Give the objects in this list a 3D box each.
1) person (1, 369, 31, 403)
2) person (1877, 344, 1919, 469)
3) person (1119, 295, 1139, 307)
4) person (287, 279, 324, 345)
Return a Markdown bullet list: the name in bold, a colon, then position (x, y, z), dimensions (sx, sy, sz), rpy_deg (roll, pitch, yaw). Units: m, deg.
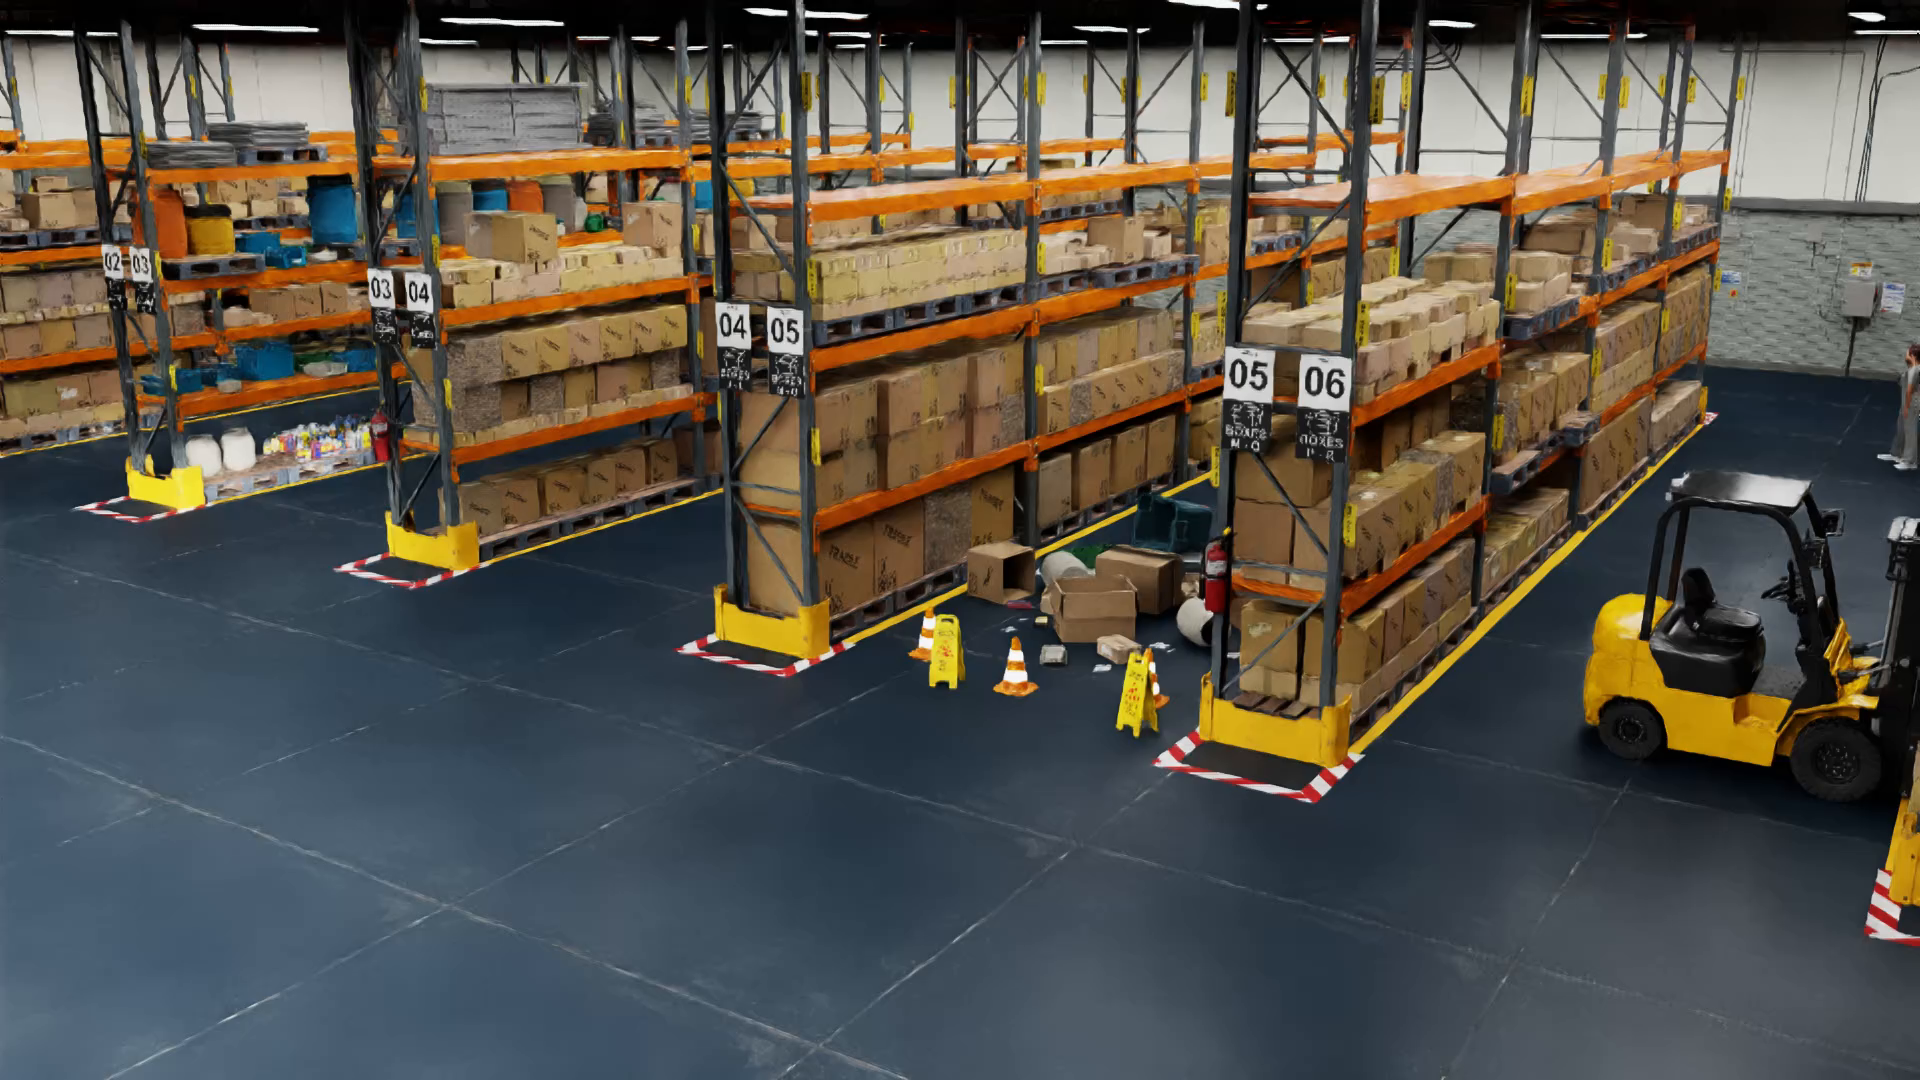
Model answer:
- **person**: position (-15.589, -3.072, 27.318), dimensions (0.478, 1.553, 1.090), rpy_deg (11, 19, 34)
- **person**: position (12.896, -1.845, 22.664), dimensions (0.517, 1.673, 0.611), rpy_deg (10, 18, 32)
- **person**: position (3.461, -4.792, 33.357), dimensions (0.678, 1.658, 0.496), rpy_deg (1, 16, 3)
- **person**: position (-12.177, -4.058, 30.758), dimensions (0.598, 1.626, 1.111), rpy_deg (9, 18, 30)
